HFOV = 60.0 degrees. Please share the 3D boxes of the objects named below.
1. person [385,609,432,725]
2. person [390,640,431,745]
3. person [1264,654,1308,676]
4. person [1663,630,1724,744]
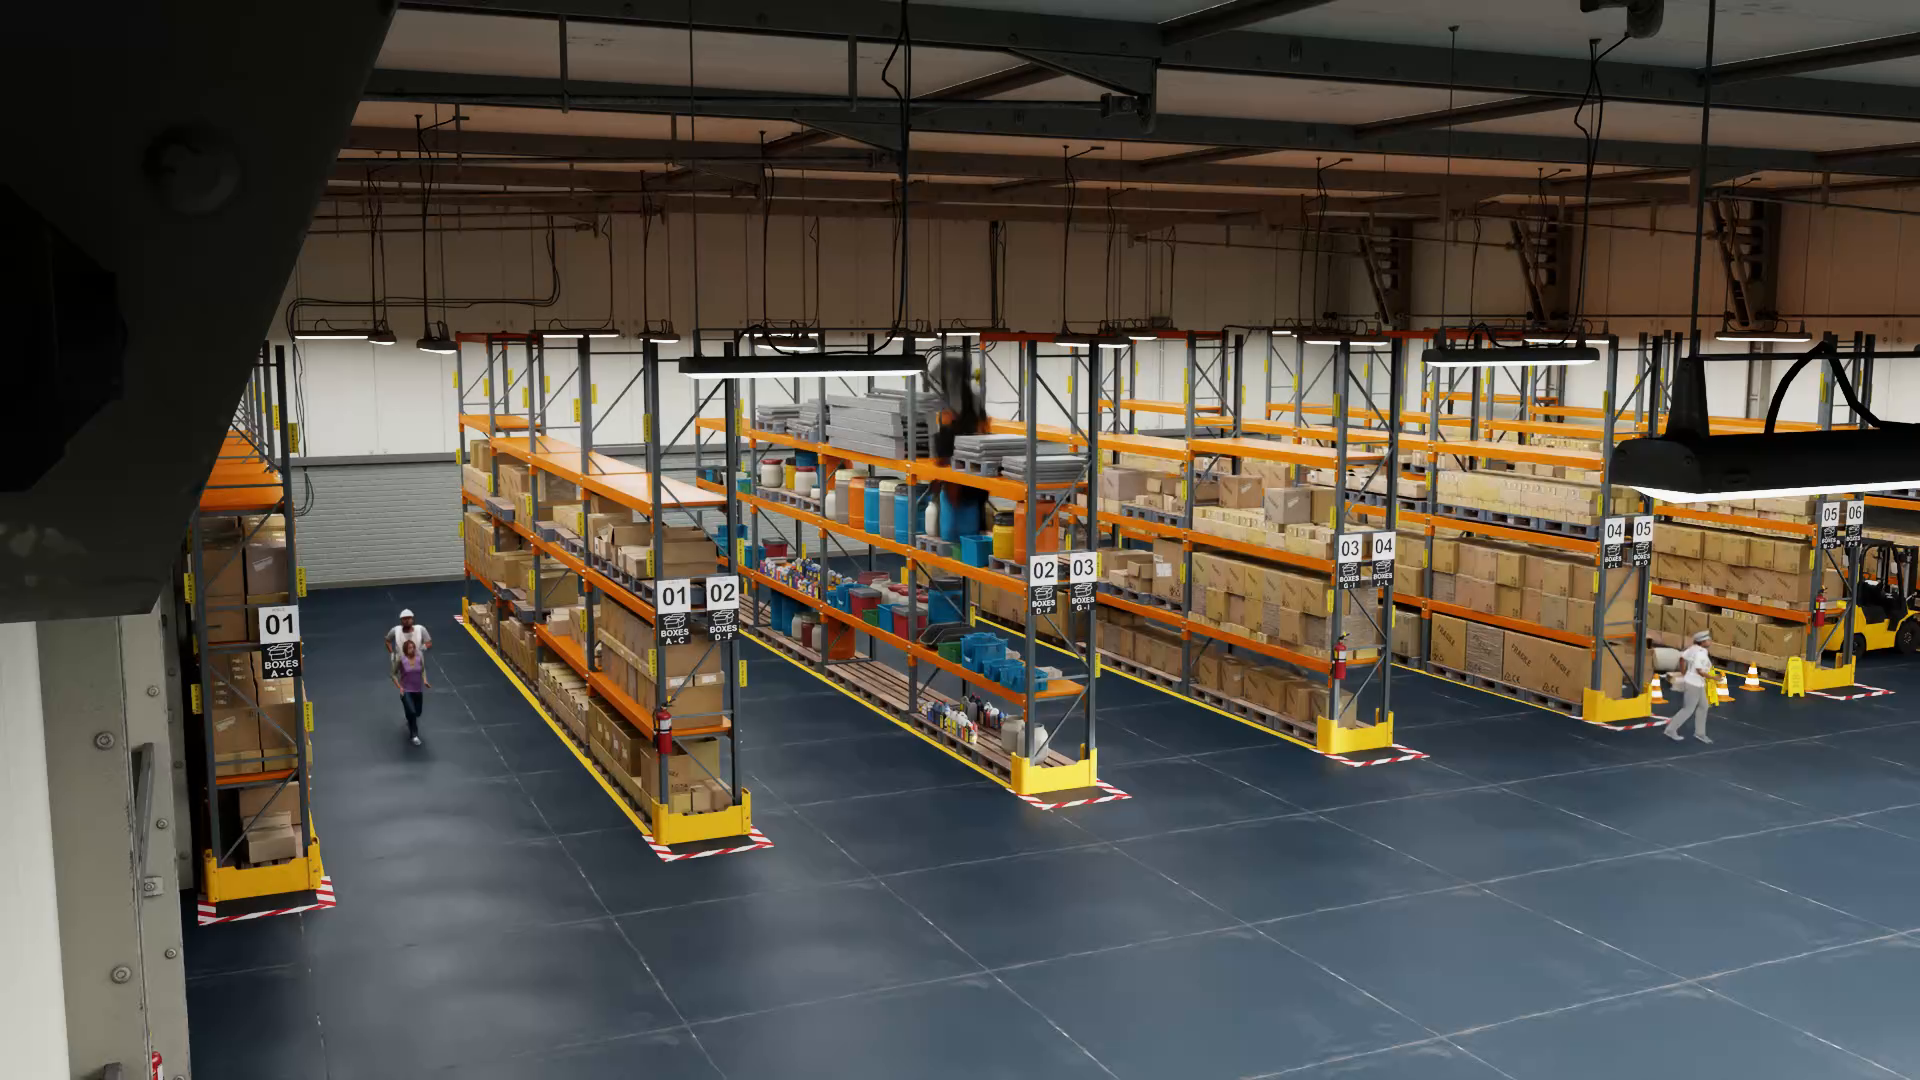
[{"bbox_3d":[-8.537,1.968,25.868,0.656,1.826,0.882,-5,9,-31],"label":"person"},{"bbox_3d":[-8.226,2.242,24.782,0.525,1.560,0.682,-6,10,-39],"label":"person"},{"bbox_3d":[5.824,1.464,29.710,0.660,1.779,1.134,-6,10,-38],"label":"person"},{"bbox_3d":[10.886,2.183,24.657,0.778,1.729,0.568,3,8,18],"label":"person"}]
